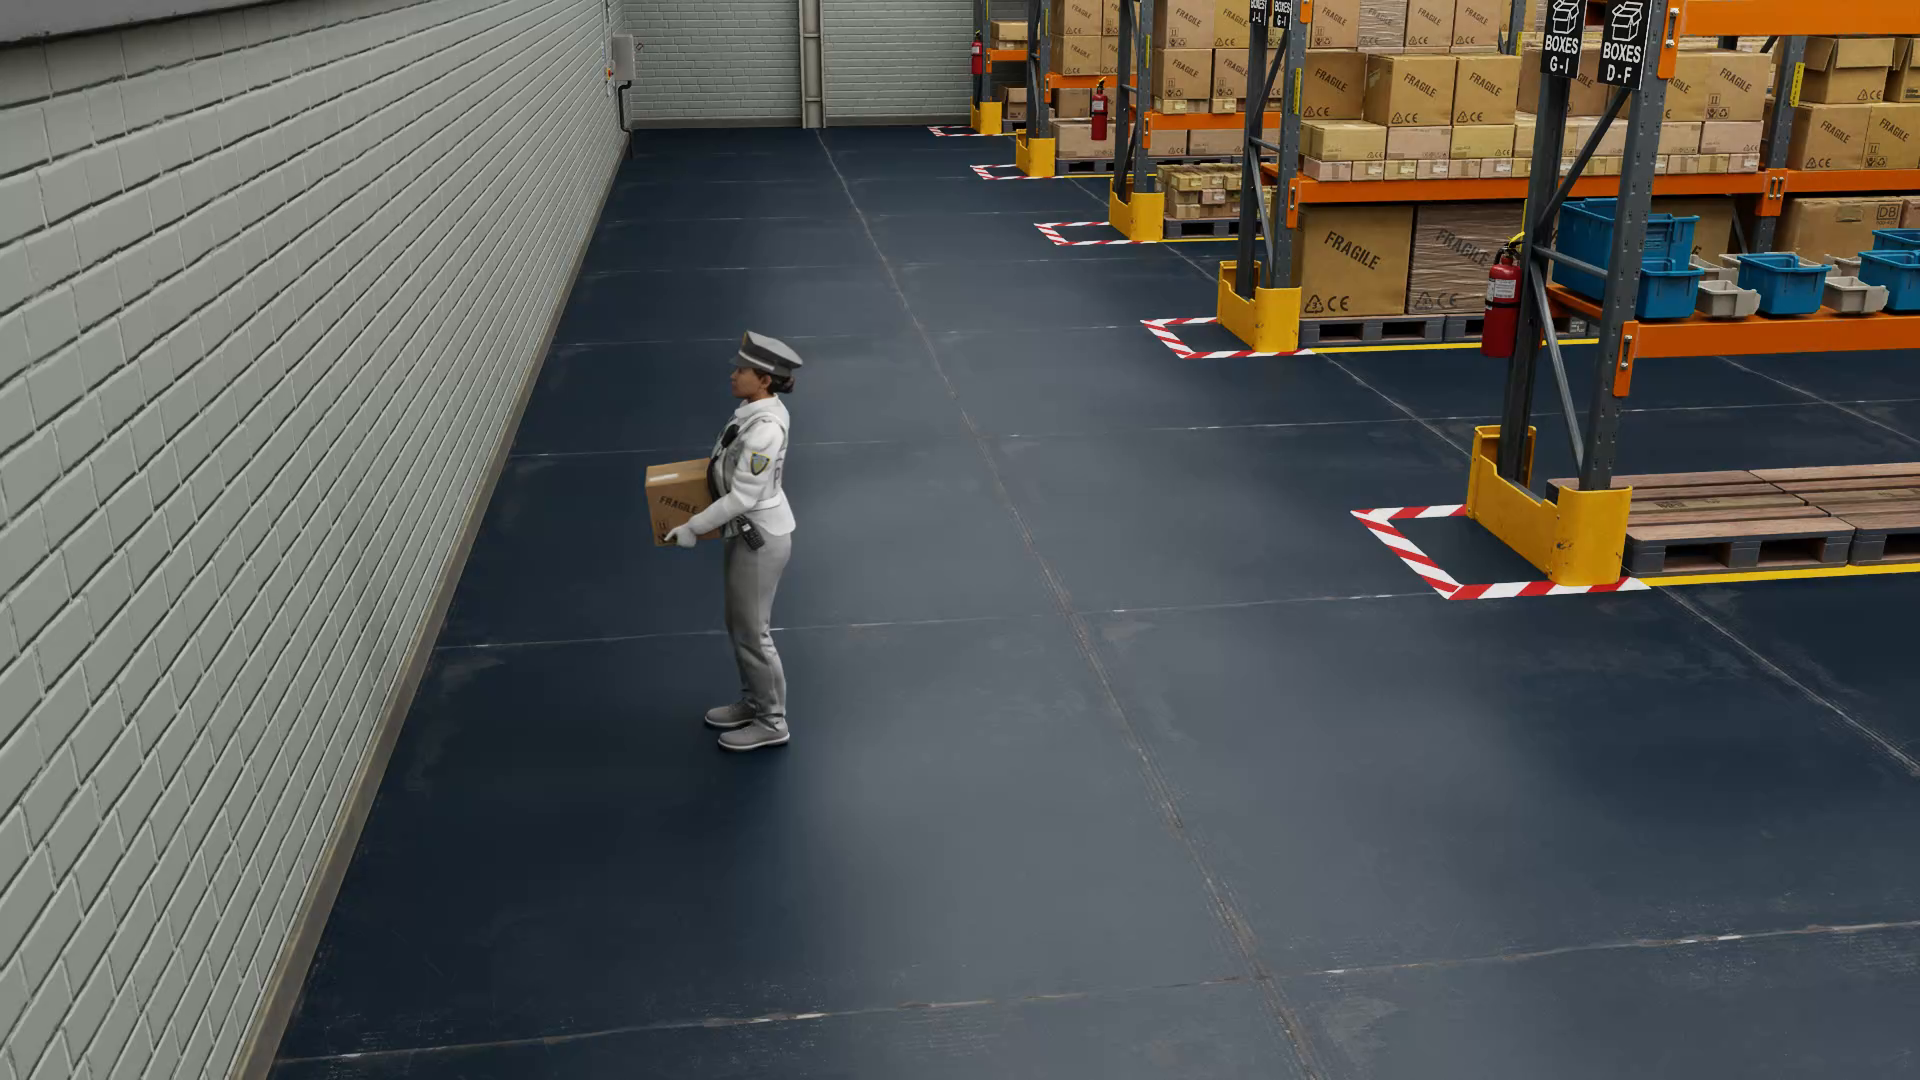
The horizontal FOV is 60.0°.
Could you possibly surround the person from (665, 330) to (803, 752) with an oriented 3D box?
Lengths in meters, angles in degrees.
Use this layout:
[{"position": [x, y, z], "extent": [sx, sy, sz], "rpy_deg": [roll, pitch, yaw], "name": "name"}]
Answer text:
[{"position": [-0.874, -0.001, 6.538], "extent": [0.555, 1.687, 0.456], "rpy_deg": [-3, 20, -8], "name": "person"}]
